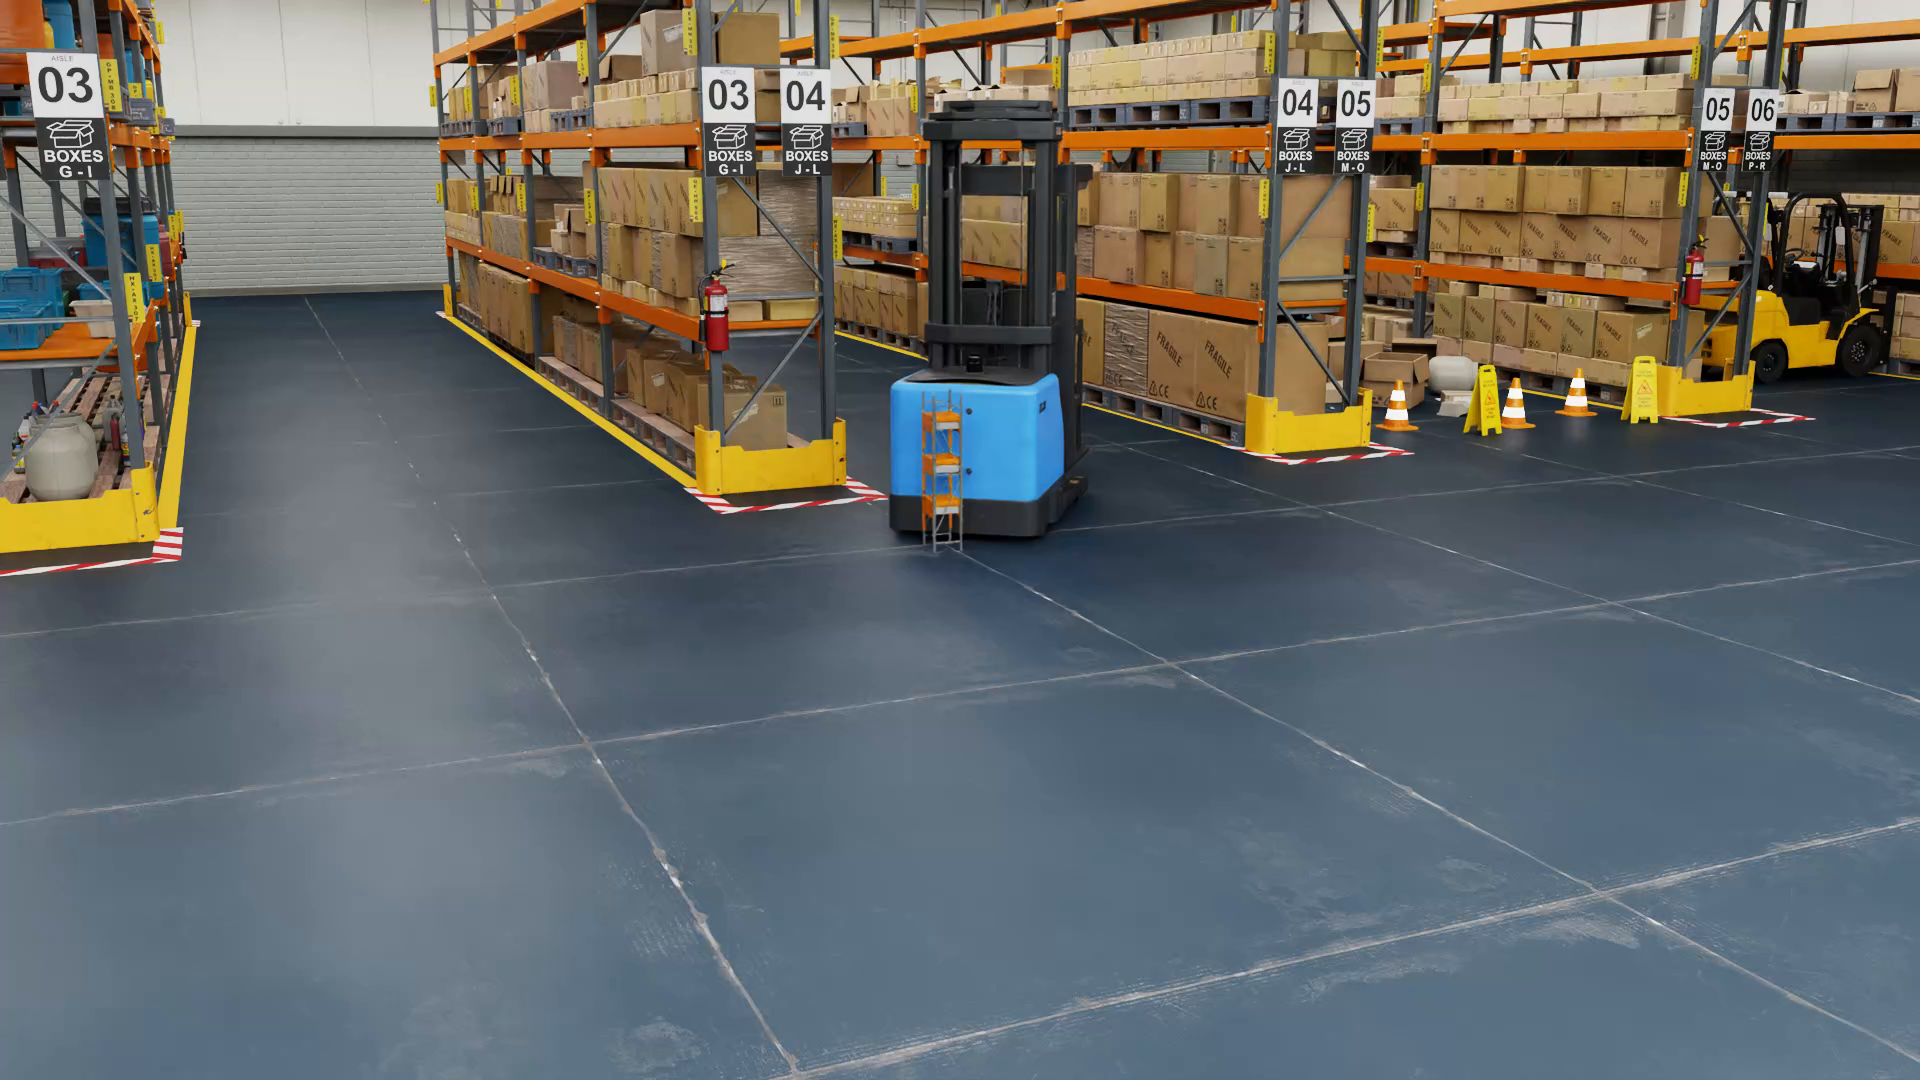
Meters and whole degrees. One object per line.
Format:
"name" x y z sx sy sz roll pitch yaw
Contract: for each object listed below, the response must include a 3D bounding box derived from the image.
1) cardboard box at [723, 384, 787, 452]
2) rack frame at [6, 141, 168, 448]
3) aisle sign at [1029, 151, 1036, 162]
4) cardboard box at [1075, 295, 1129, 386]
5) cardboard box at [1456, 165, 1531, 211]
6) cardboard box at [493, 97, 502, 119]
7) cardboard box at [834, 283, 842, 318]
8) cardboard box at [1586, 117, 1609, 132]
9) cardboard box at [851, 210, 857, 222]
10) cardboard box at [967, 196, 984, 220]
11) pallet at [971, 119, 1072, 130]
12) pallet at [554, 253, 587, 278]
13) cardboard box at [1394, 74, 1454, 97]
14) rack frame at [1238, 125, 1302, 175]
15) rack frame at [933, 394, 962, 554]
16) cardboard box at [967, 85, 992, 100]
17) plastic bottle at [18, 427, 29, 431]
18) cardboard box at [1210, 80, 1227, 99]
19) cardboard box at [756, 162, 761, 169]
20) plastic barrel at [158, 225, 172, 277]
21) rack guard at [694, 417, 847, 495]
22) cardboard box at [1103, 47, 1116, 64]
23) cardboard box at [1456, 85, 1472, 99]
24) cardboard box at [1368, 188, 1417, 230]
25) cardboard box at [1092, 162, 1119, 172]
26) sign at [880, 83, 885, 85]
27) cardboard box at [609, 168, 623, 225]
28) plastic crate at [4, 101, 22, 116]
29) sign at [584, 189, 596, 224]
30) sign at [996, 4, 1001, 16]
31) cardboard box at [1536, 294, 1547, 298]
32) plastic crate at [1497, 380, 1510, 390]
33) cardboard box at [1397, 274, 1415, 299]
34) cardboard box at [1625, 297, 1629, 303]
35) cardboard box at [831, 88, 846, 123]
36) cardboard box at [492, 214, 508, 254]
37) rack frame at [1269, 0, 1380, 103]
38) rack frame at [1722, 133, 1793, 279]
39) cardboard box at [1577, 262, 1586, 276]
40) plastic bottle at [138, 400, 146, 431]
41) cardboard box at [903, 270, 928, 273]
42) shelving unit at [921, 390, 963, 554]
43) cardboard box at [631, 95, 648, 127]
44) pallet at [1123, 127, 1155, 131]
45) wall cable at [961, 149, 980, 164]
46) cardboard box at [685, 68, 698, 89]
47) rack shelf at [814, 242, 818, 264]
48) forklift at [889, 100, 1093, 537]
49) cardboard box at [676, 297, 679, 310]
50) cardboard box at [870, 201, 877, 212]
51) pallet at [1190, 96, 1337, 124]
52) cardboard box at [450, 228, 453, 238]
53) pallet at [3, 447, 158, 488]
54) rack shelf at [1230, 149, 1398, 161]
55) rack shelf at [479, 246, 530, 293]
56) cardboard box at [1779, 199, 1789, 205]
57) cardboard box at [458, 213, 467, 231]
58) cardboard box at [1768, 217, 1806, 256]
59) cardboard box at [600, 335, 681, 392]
"cardboard box" -1.697 -0.993 13.621 0.500 0.500 0.500 -3 13 -13
"rack frame" -7.603 -2.255 14.460 1.000 3.000 0.127 -6 14 -23
"aisle sign" 1.463 -7.386 30.865 0.394 0.787 0.004 -6 14 -23
"cardboard box" 1.708 -2.163 17.842 0.875 0.875 0.875 -5 14 -22
"cardboard box" 6.177 -4.060 19.161 0.700 0.500 0.500 -6 14 -23
"cardboard box" -5.913 -5.743 22.145 0.500 0.311 0.500 -6 14 -25
"cardboard box" -1.631 -3.592 24.851 0.500 0.500 0.500 -5 14 -21
"cardboard box" 6.830 -4.370 17.505 0.380 0.149 0.250 -6 14 -23
"cardboard box" -1.320 -4.563 23.401 0.380 0.149 0.250 -6 14 -24
"cardboard box" 0.500 -4.188 20.373 0.700 0.500 0.500 -6 14 -24
"pallet" 0.675 -4.966 19.941 1.003 0.211 1.213 -5 14 -20
"pallet" -3.837 -3.030 18.235 1.003 0.211 1.213 -6 14 -23
"cardboard box" 5.666 -5.542 20.303 0.500 0.250 0.500 -5 14 -22
"rack frame" 4.413 -4.424 23.831 1.000 3.000 0.127 -6 14 -23
"rack frame" -0.081 -0.426 10.881 0.200 1.050 0.008 -4 14 -17
"cardboard box" 0.413 -5.248 19.785 0.500 0.311 0.500 -6 14 -24
"plastic bottle" -7.270 -0.739 12.975 0.152 0.276 0.135 -6 14 -25
"cardboard box" 2.475 -4.039 14.918 0.380 0.149 0.250 -5 14 -22
"cardboard box" -3.142 -6.069 27.841 0.500 0.500 0.500 -5 14 -21
"plastic barrel" -8.742 -3.079 17.720 0.600 0.536 0.708 -6 14 -23
"rack guard" -1.493 -0.674 13.172 1.175 0.500 0.348 -6 14 -23
"cardboard box" 1.661 -4.847 16.643 0.380 0.149 0.250 -6 14 -24
"cardboard box" 5.973 -5.179 19.232 0.380 0.149 0.250 -5 14 -21
"cardboard box" 5.420 -4.173 20.934 0.500 0.500 0.500 -6 14 -23
"cardboard box" 2.396 -6.137 27.356 0.380 0.149 0.250 -6 14 -24
"sign" -1.177 -6.738 25.159 0.100 0.325 0.005 -6 14 -23
"cardboard box" -2.916 -3.164 15.289 0.500 0.500 0.500 -6 14 -23
"plastic crate" -7.041 -3.249 12.138 0.392 0.384 0.575 -6 14 -23
"sign" -3.572 -3.216 16.043 0.100 0.325 0.005 -6 14 -23
"sign" 0.697 -9.483 29.962 0.100 0.325 0.005 -6 14 -23
"cardboard box" 6.703 -2.625 19.562 0.500 0.500 0.500 -5 14 -22
"plastic crate" 5.893 -1.777 18.868 0.402 0.080 0.583 -12 18 -42
"cardboard box" 7.763 -4.353 28.139 0.500 0.500 0.500 -6 14 -25
"cardboard box" 9.736 -3.517 24.249 0.875 0.625 0.625 -6 14 -25
"cardboard box" -1.633 -6.409 24.602 0.700 0.500 0.500 -6 14 -23
"cardboard box" -5.912 -4.079 22.120 0.500 0.500 0.500 -6 14 -24
"rack frame" 3.122 -5.226 13.992 1.000 3.000 0.127 -6 14 -23
"rack frame" 10.562 -4.047 22.201 1.000 3.000 0.127 -6 14 -23
"cardboard box" 6.881 -2.920 17.890 0.380 0.149 0.250 -5 14 -22
"plastic bottle" -7.108 -1.076 14.416 0.061 0.283 0.133 -5 14 -20
"cardboard box" -0.526 -3.680 23.569 0.500 0.250 0.500 -6 14 -23
"shelving unit" -0.118 -0.452 10.995 0.215 1.050 0.252 -4 14 -17
"cardboard box" -2.495 -3.654 14.185 0.500 0.250 0.500 -6 14 -24
"pallet" 3.223 -6.433 26.286 0.805 0.209 1.217 -6 14 -25
"wall cable" 0.223 -7.865 36.447 0.588 1.984 0.122 -6 14 -23
"cardboard box" -1.860 -3.488 12.582 0.380 0.149 0.250 -6 14 -23
"rack shelf" -2.486 -4.845 27.247 1.077 0.370 4.000 -6 14 -23
"forklift" 0.365 -1.734 12.362 1.130 2.935 3.031 3 13 14
"cardboard box" -2.161 -2.001 13.920 0.380 0.149 0.250 -6 14 -23
"cardboard box" -1.012 -4.549 22.678 0.380 0.149 0.250 -5 14 -21
"pallet" 2.816 -3.874 14.998 1.003 0.211 1.213 -6 14 -23
"cardboard box" -7.825 -4.850 26.231 0.380 0.149 0.250 -6 14 -24
"pallet" -6.880 -0.501 13.068 1.003 0.211 1.213 -6 14 -23
"rack shelf" 6.556 -7.223 30.871 1.077 0.370 4.000 -6 14 -23
"rack shelf" -5.468 -3.591 21.830 1.077 0.370 4.000 -6 14 -23
"cardboard box" 10.715 -4.366 21.261 0.380 0.149 0.250 -6 14 -24
"cardboard box" -7.301 -4.812 25.180 0.500 0.250 0.500 -6 14 -24
"cardboard box" 10.724 -3.874 21.233 0.500 0.500 0.500 -5 14 -22
"cardboard box" -3.291 -1.828 17.182 0.700 0.500 0.500 -7 15 -27
